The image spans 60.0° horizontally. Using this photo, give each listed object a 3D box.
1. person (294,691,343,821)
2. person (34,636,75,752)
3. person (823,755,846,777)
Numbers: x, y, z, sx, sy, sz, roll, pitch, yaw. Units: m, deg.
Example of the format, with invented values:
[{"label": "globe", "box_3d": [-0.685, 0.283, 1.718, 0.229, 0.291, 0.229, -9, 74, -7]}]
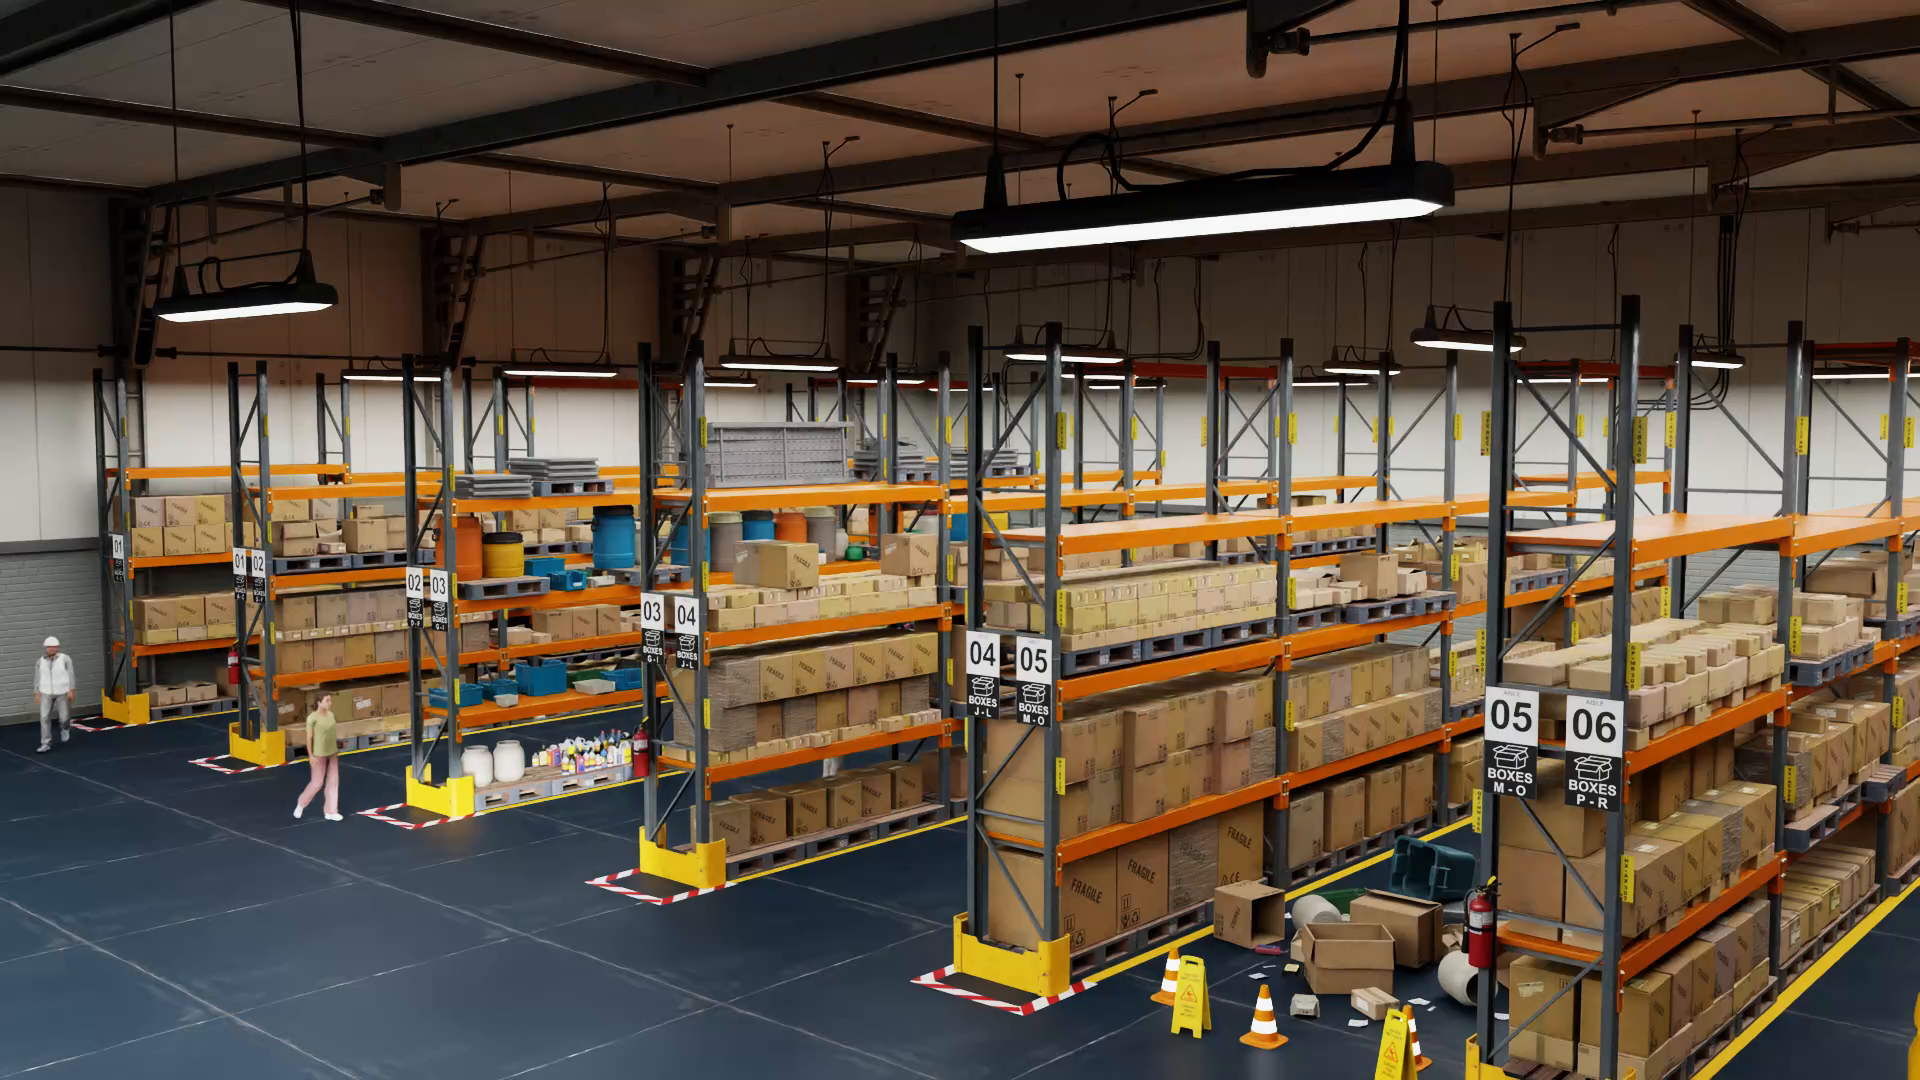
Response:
[{"label": "person", "box_3d": [-8.204, 2.759, 21.320, 0.638, 1.666, 0.484, 2, 5, 27]}, {"label": "person", "box_3d": [-14.122, 2.370, 25.934, 0.583, 1.753, 0.800, -1, 4, -14]}, {"label": "person", "box_3d": [-1.705, 2.648, 22.536, 0.640, 1.790, 0.524, 2, 5, 27]}]
